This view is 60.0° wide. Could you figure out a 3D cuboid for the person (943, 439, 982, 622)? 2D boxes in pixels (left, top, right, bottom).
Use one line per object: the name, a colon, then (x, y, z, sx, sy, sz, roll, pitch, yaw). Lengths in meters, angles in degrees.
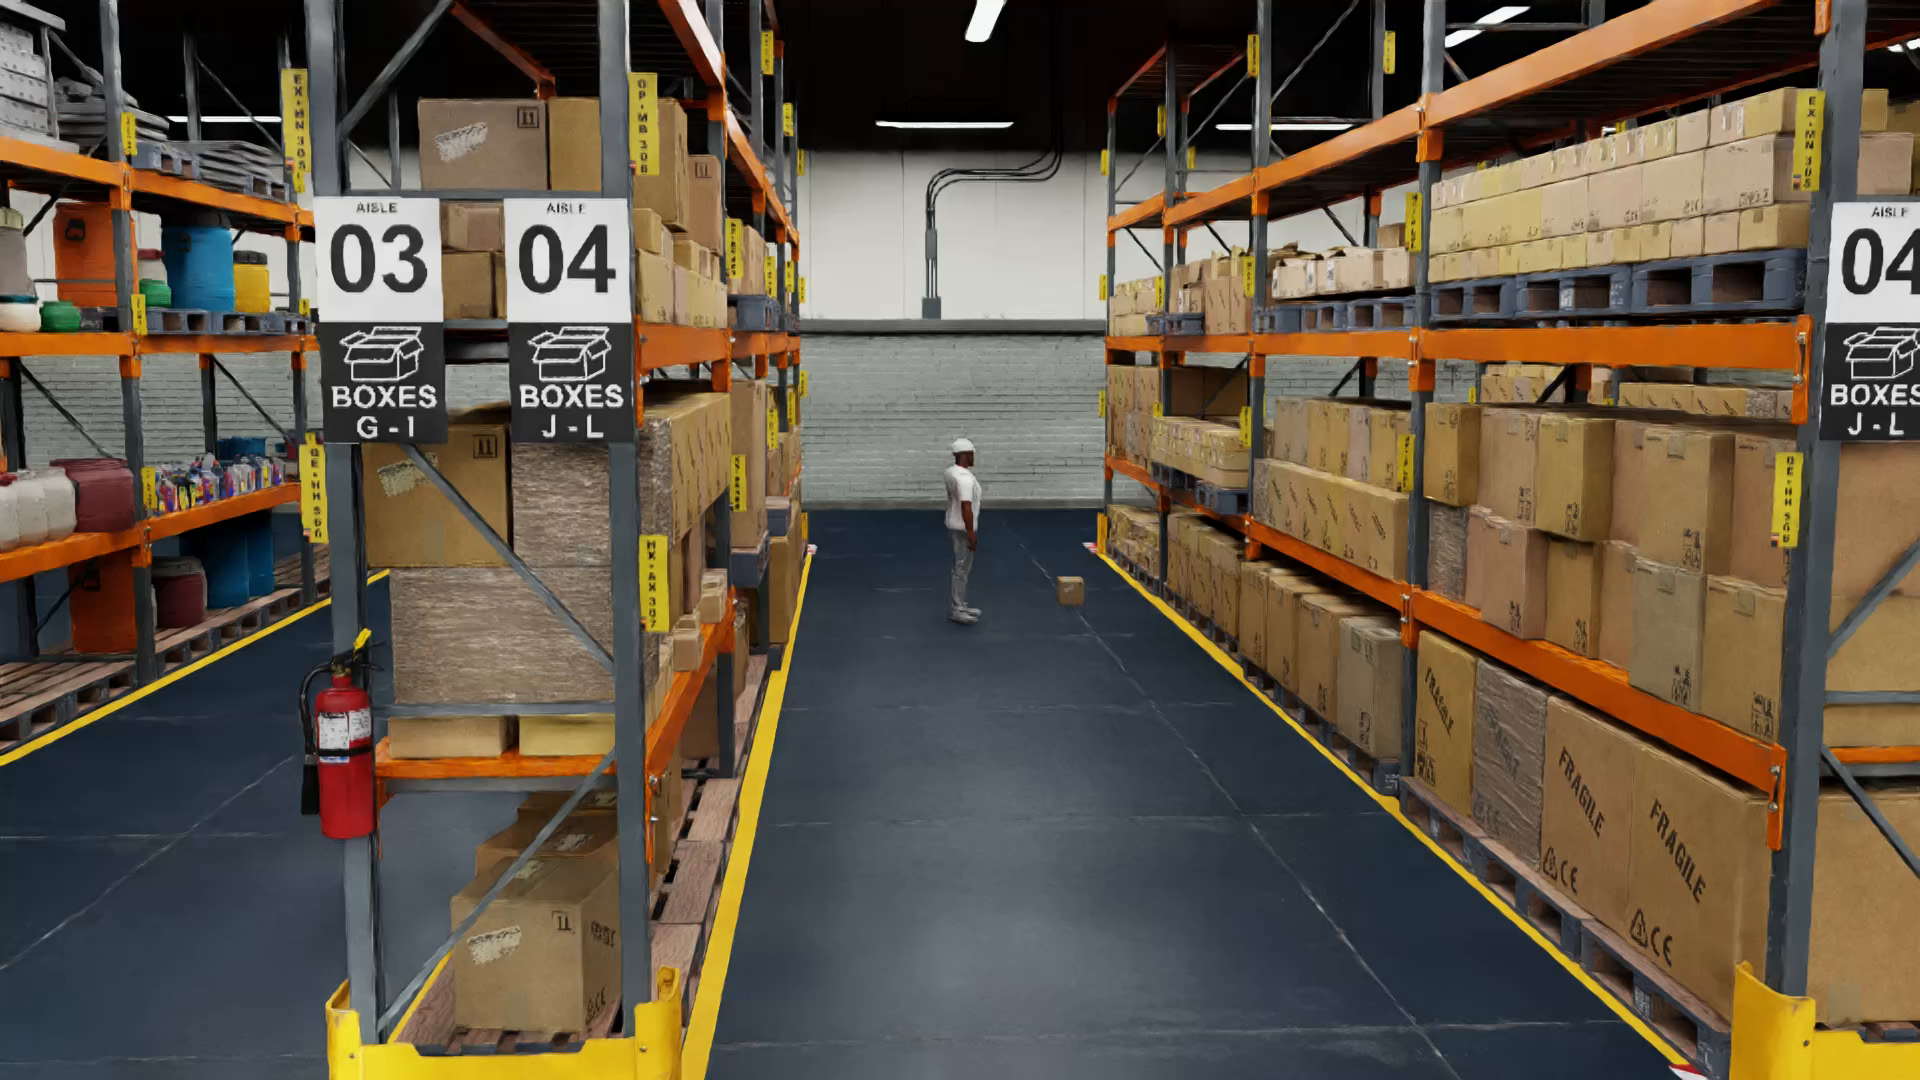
person: (0.048, -0.109, 16.312, 0.386, 1.774, 0.646, -1, 7, -10)
